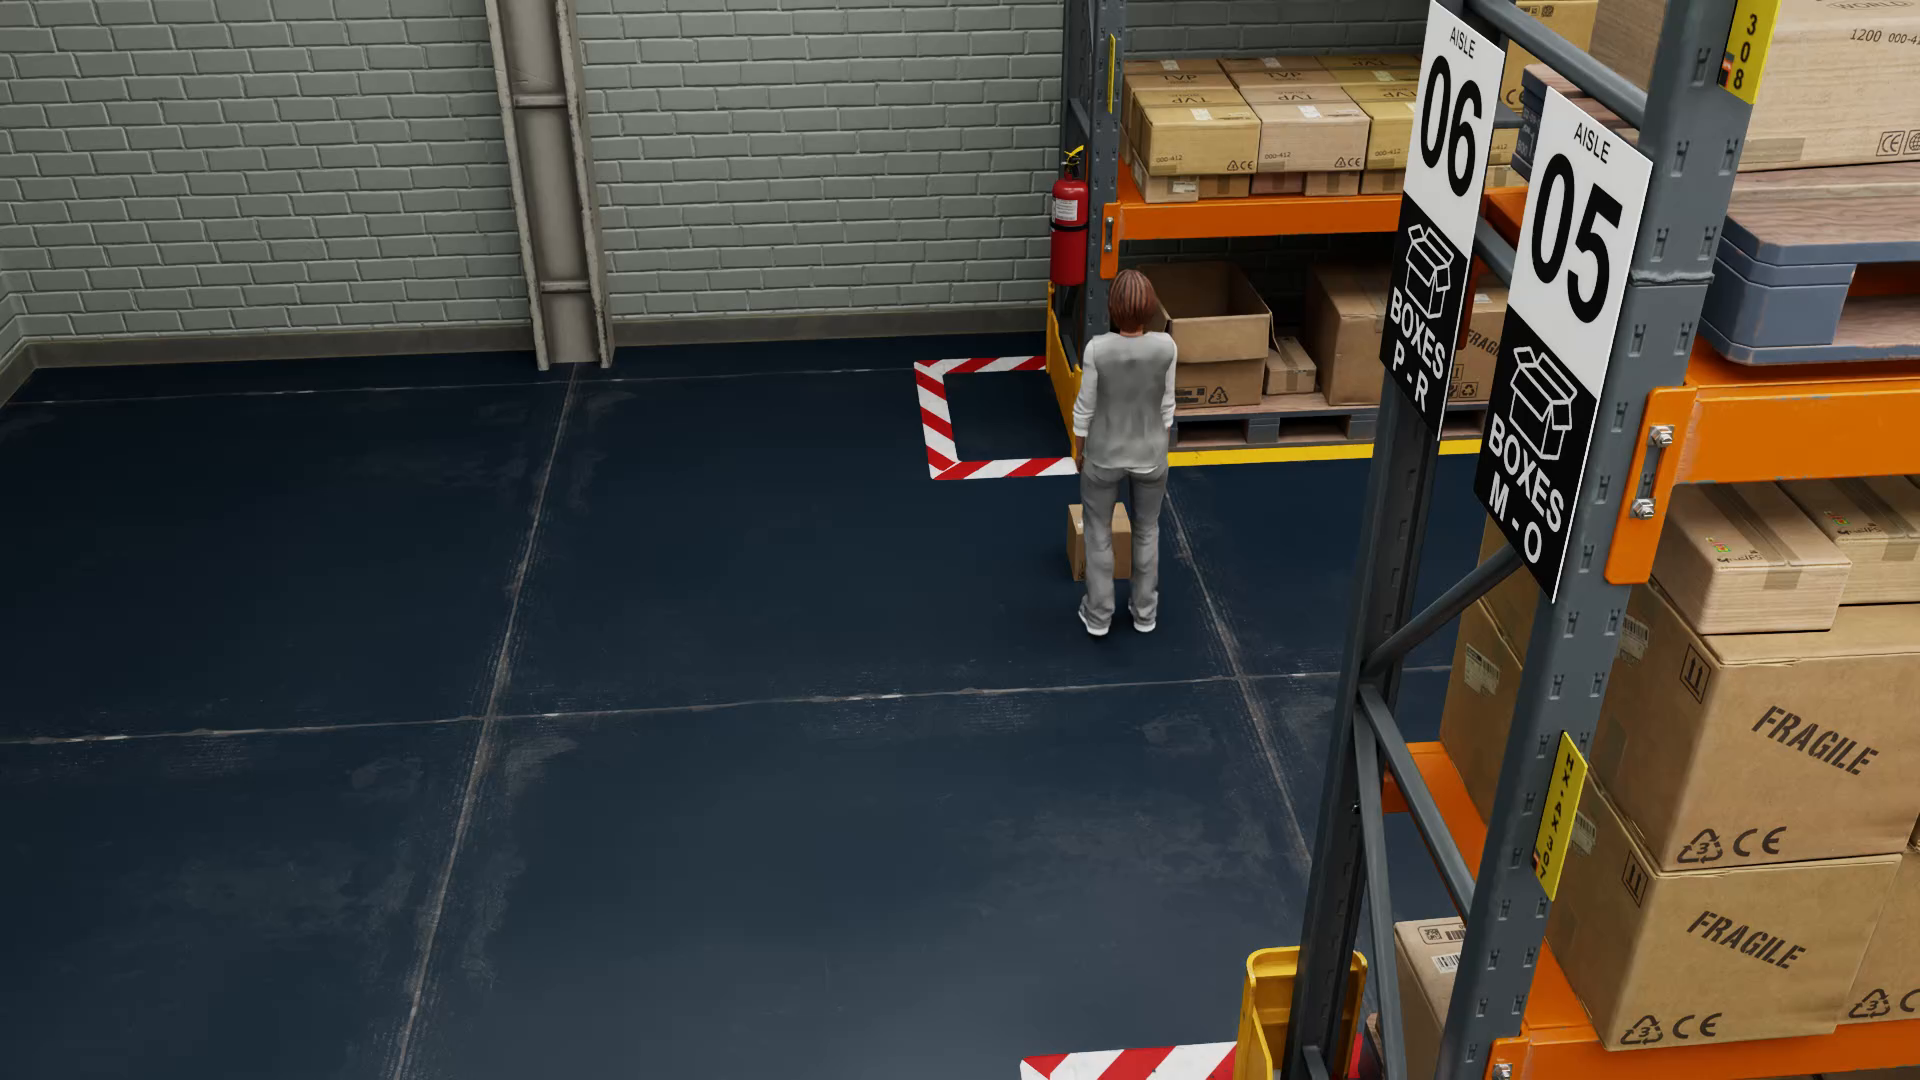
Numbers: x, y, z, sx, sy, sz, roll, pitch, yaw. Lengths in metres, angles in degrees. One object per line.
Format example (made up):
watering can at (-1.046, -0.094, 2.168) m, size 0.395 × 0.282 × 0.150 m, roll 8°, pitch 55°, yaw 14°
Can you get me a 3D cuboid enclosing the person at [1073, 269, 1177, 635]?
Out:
person at (0.647, -0.327, 6.690) m, size 0.407 × 1.589 × 0.304 m, roll -2°, pitch 32°, yaw -4°
